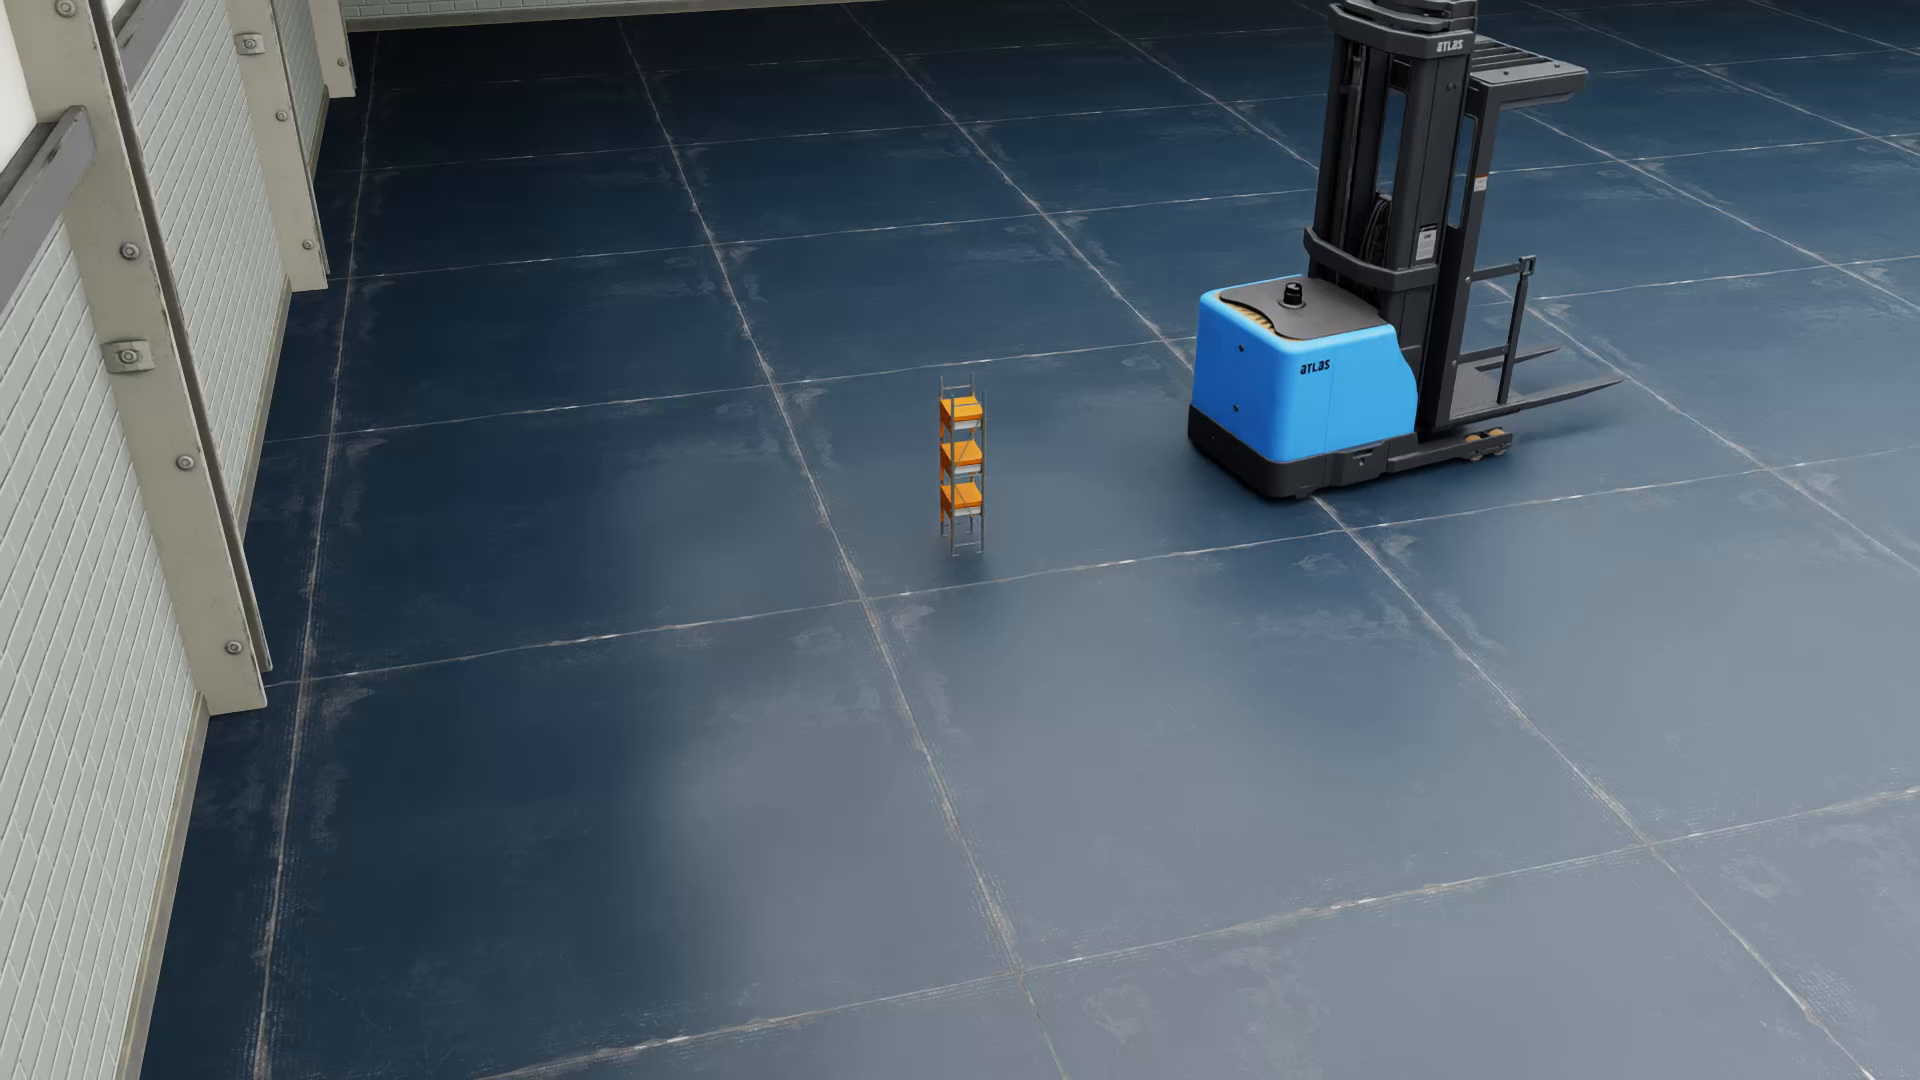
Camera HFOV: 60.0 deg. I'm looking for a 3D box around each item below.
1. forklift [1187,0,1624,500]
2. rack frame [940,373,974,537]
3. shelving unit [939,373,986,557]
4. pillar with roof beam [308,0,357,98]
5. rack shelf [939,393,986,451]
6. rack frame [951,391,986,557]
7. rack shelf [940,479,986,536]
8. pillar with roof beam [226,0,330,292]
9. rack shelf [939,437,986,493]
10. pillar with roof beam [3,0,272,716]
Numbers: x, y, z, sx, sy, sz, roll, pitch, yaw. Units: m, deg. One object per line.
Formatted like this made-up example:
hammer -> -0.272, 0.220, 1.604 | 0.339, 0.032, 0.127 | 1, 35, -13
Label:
forklift -> 3.066, -2.012, 10.531 | 3.031, 2.935, 1.130 | -13, 33, -22
rack frame -> -0.018, -0.487, 9.775 | 0.200, 1.050, 0.008 | -8, 31, -13
shelving unit -> 0.014, -0.429, 9.673 | 0.215, 1.050, 0.252 | -8, 31, -13
pillar with roof beam -> -2.783, -9.483, 17.381 | 9.100, 9.000, 0.400 | -8, 31, -13
rack shelf -> 0.014, -0.665, 9.537 | 0.215, 0.259, 0.240 | -8, 31, -13
rack frame -> 0.047, -0.370, 9.572 | 0.200, 1.050, 0.008 | -8, 31, -13
rack shelf -> 0.014, -0.179, 9.818 | 0.215, 0.259, 0.240 | -8, 31, -13
pillar with roof beam -> -1.191, -6.585, 12.375 | 9.100, 9.000, 0.400 | -8, 31, -13
rack shelf -> 0.014, -0.419, 9.679 | 0.215, 0.259, 0.240 | -8, 31, -13
pillar with roof beam -> 0.402, -3.687, 7.368 | 9.100, 9.000, 0.400 | -8, 31, -13
